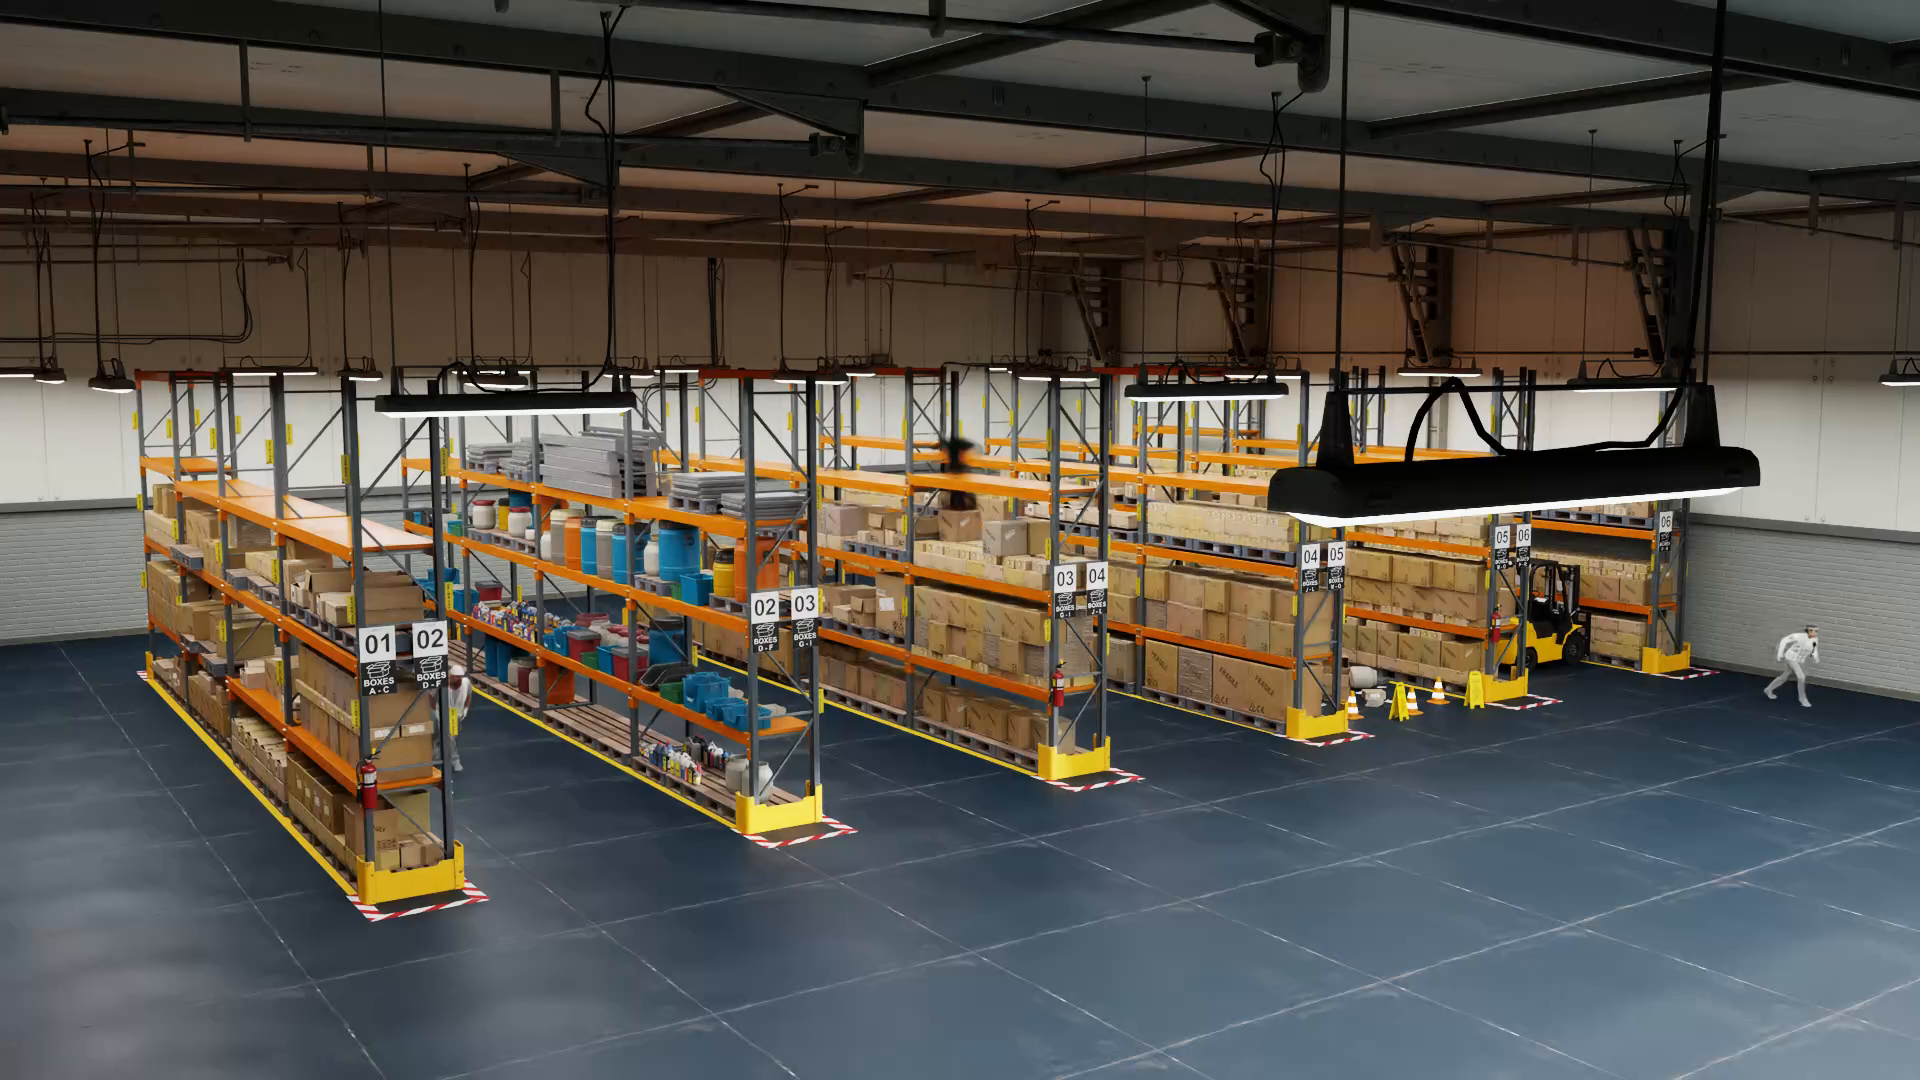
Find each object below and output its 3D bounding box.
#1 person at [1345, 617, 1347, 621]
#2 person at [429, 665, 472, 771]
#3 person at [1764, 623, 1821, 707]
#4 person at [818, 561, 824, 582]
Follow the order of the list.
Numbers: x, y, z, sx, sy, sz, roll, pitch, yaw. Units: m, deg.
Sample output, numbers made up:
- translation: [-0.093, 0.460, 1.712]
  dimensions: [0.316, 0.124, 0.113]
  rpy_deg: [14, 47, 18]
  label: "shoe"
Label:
- translation: [8.518, 1.218, 38.167]
  dimensions: [0.801, 1.650, 0.569]
  rpy_deg: [5, 8, 36]
  label: "person"
- translation: [-7.811, 2.678, 25.390]
  dimensions: [0.660, 1.656, 1.062]
  rpy_deg: [-5, 8, -37]
  label: "person"
- translation: [15.016, 2.190, 29.976]
  dimensions: [0.611, 1.508, 1.017]
  rpy_deg: [-3, 7, -23]
  label: "person"
- translation: [-3.503, 1.182, 38.641]
  dimensions: [0.669, 1.638, 1.041]
  rpy_deg: [-3, 7, -26]
  label: "person"
